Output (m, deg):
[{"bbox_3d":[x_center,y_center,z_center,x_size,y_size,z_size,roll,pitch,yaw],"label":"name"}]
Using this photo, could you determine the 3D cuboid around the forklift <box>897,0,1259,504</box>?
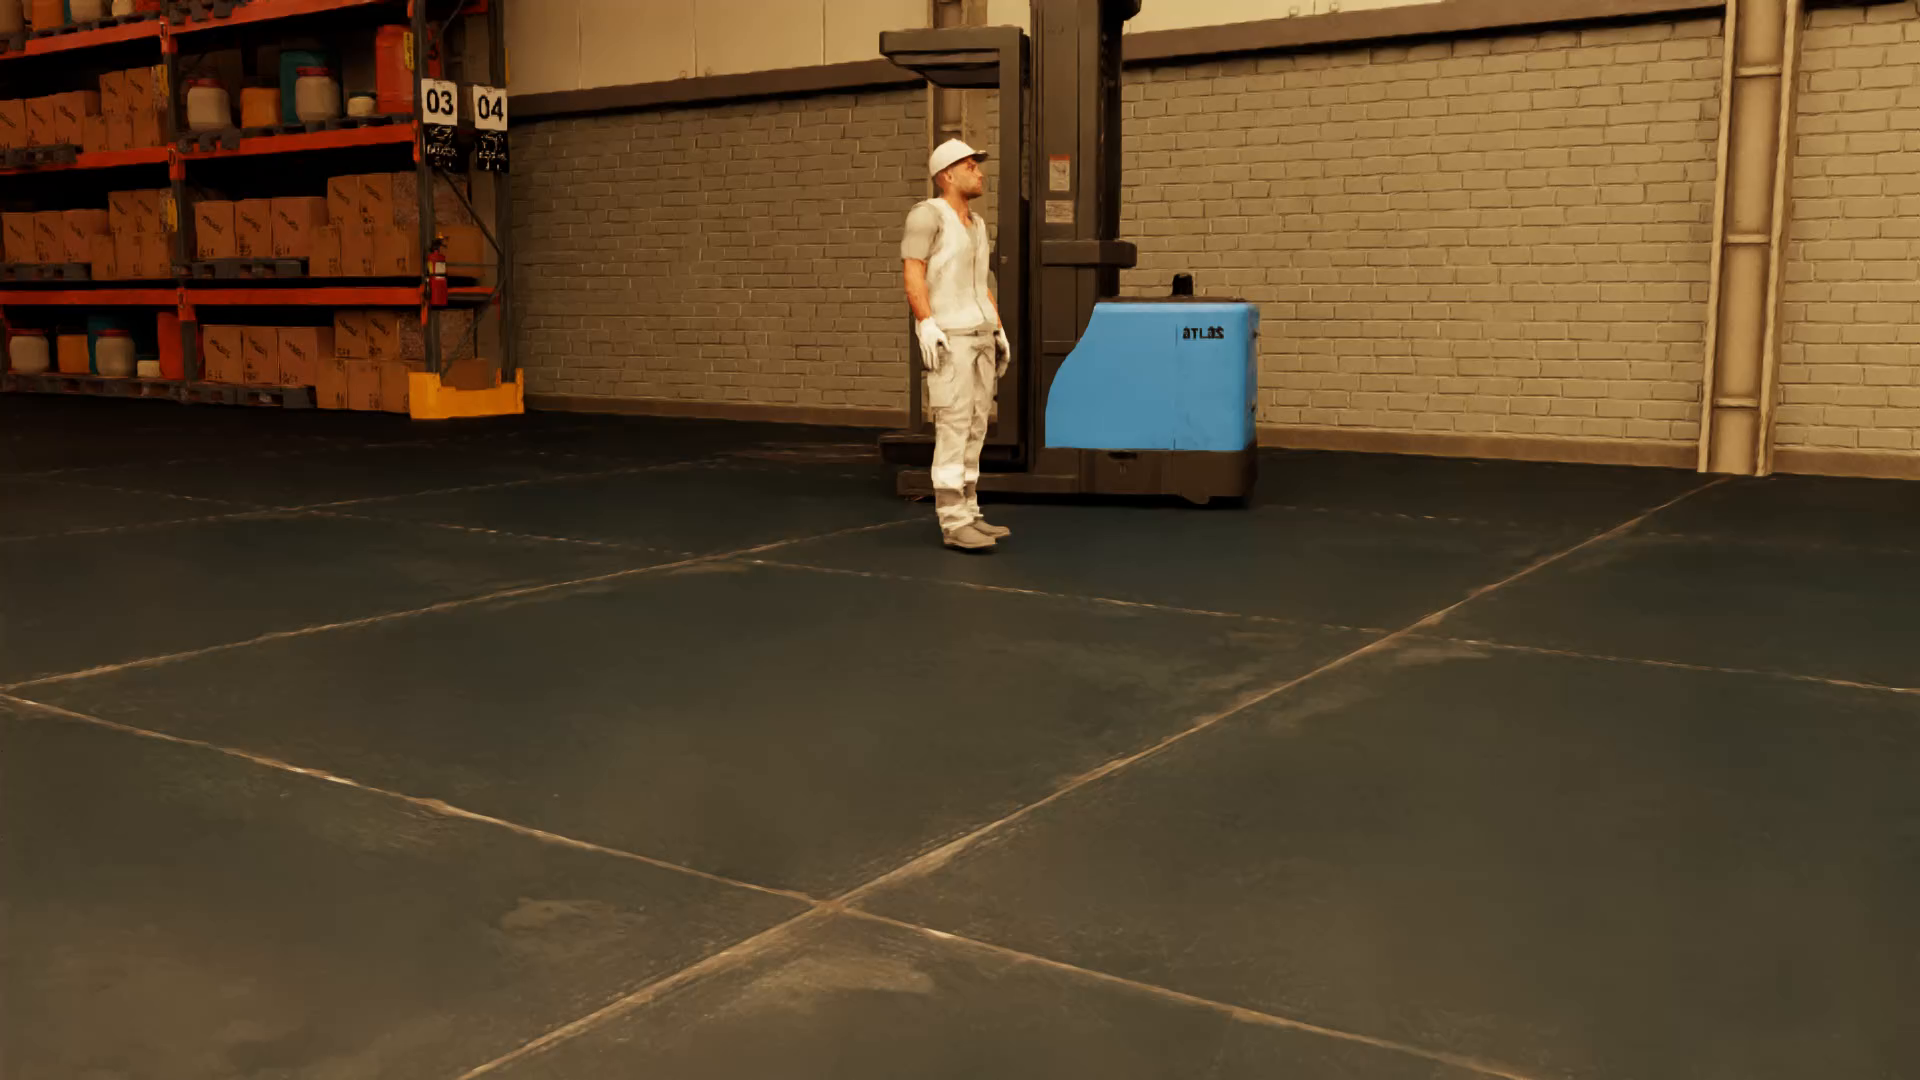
[{"bbox_3d":[0.137,-1.725,9.324,3.031,2.935,1.130,2,8,14],"label":"forklift"}]

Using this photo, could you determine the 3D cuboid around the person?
[{"bbox_3d":[0.002,-0.916,7.458,0.423,1.736,0.637,5,10,34],"label":"person"}]
